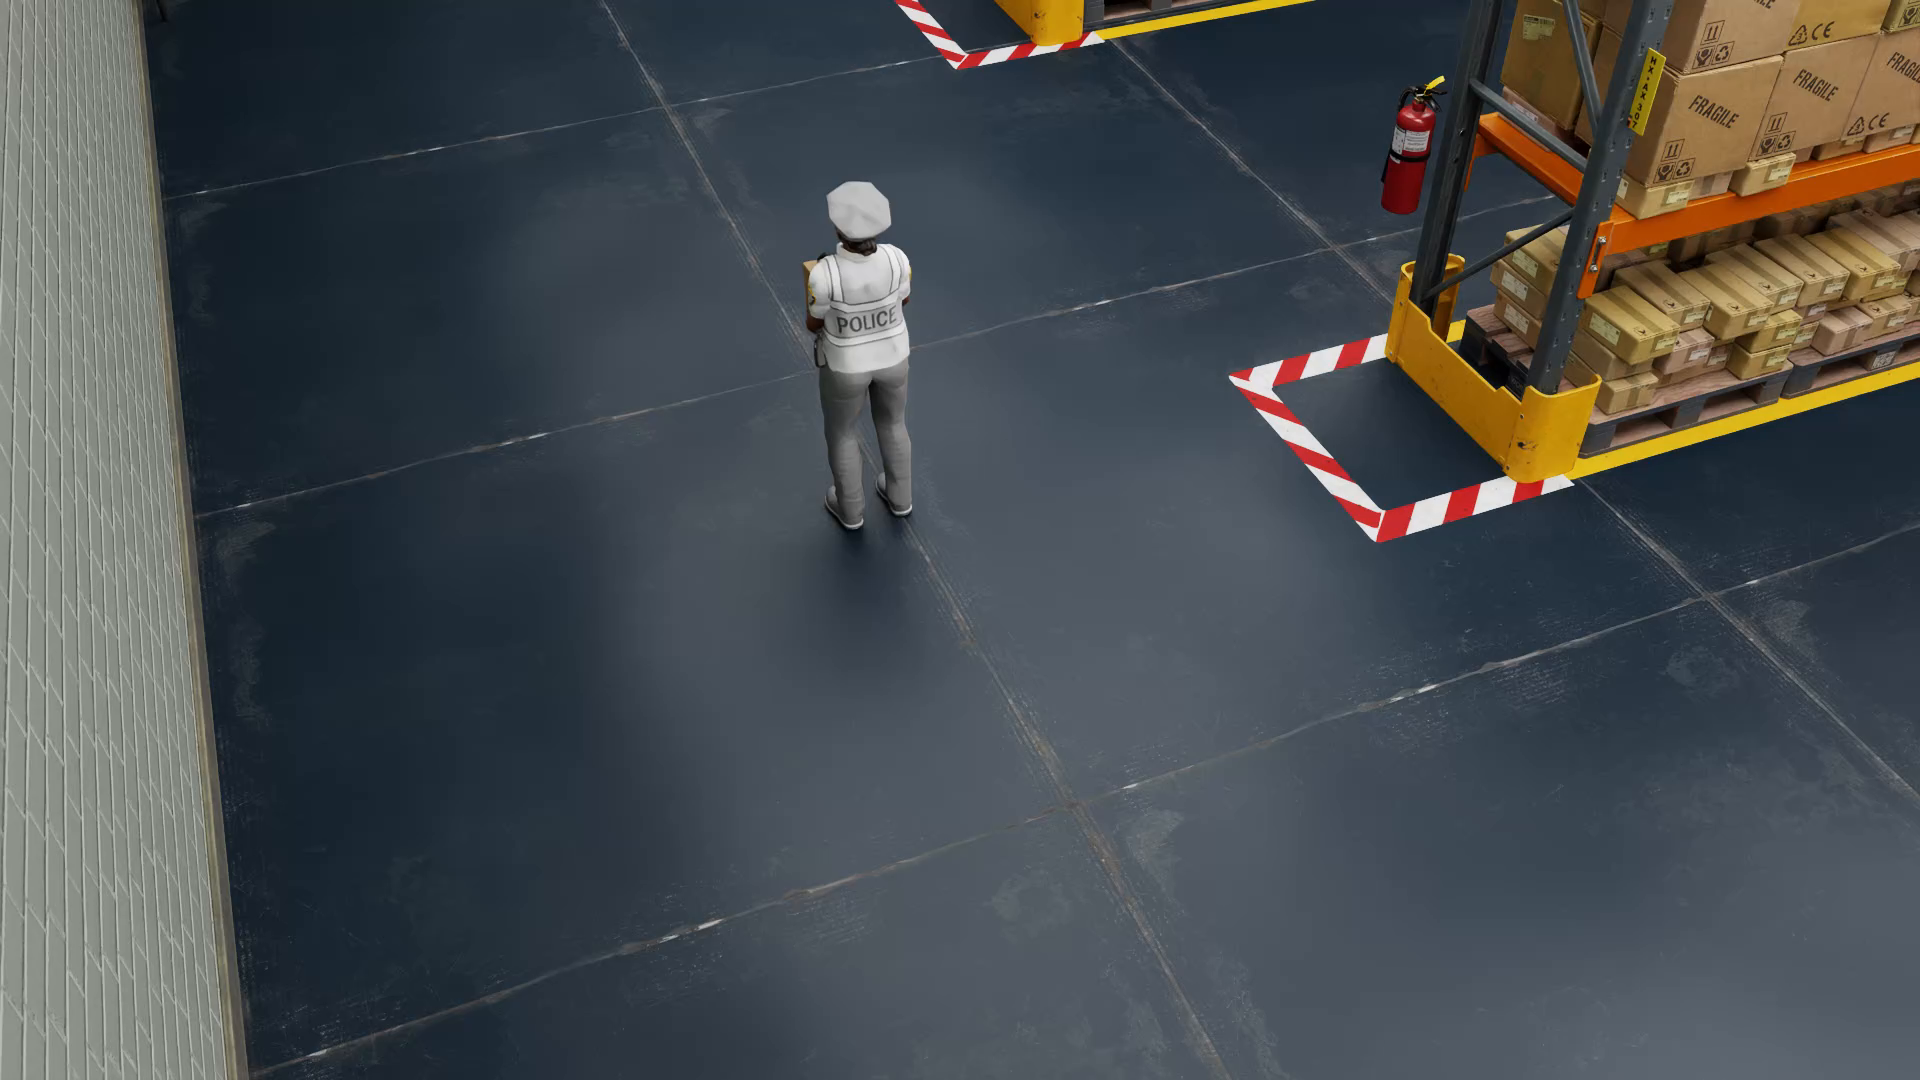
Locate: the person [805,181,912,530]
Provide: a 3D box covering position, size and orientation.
[{"bbox_3d":[-0.434,-0.805,7.032,0.449,1.688,0.540,-15,44,-16],"label":"person"}]
